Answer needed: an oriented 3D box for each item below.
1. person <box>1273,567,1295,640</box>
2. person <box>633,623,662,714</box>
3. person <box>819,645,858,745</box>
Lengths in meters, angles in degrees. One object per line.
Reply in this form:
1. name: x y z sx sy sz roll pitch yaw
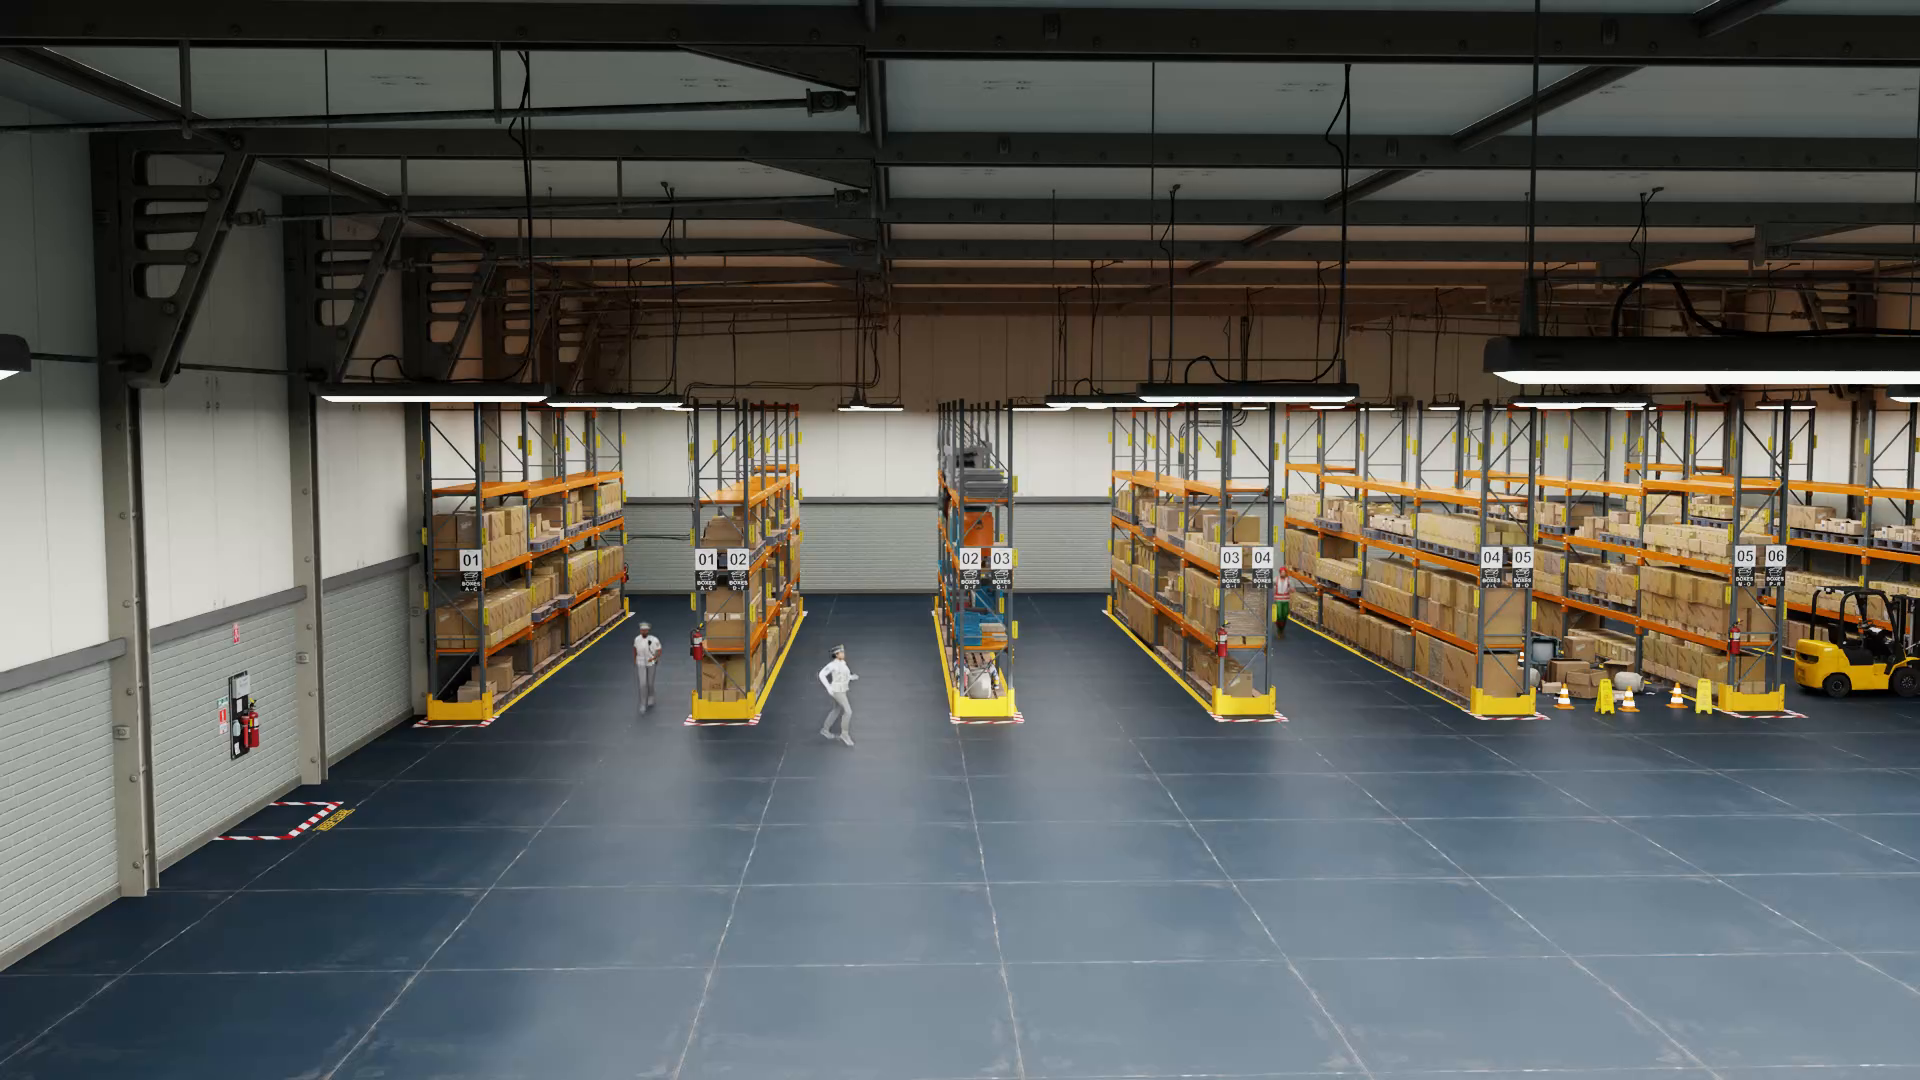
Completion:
1. person: 8.217 1.593 42.445 0.654 1.834 0.835 0 4 -1
2. person: -6.040 2.431 32.157 0.571 1.725 0.835 0 4 -3
3. person: -2.113 2.685 28.898 0.758 1.755 0.582 1 5 18
